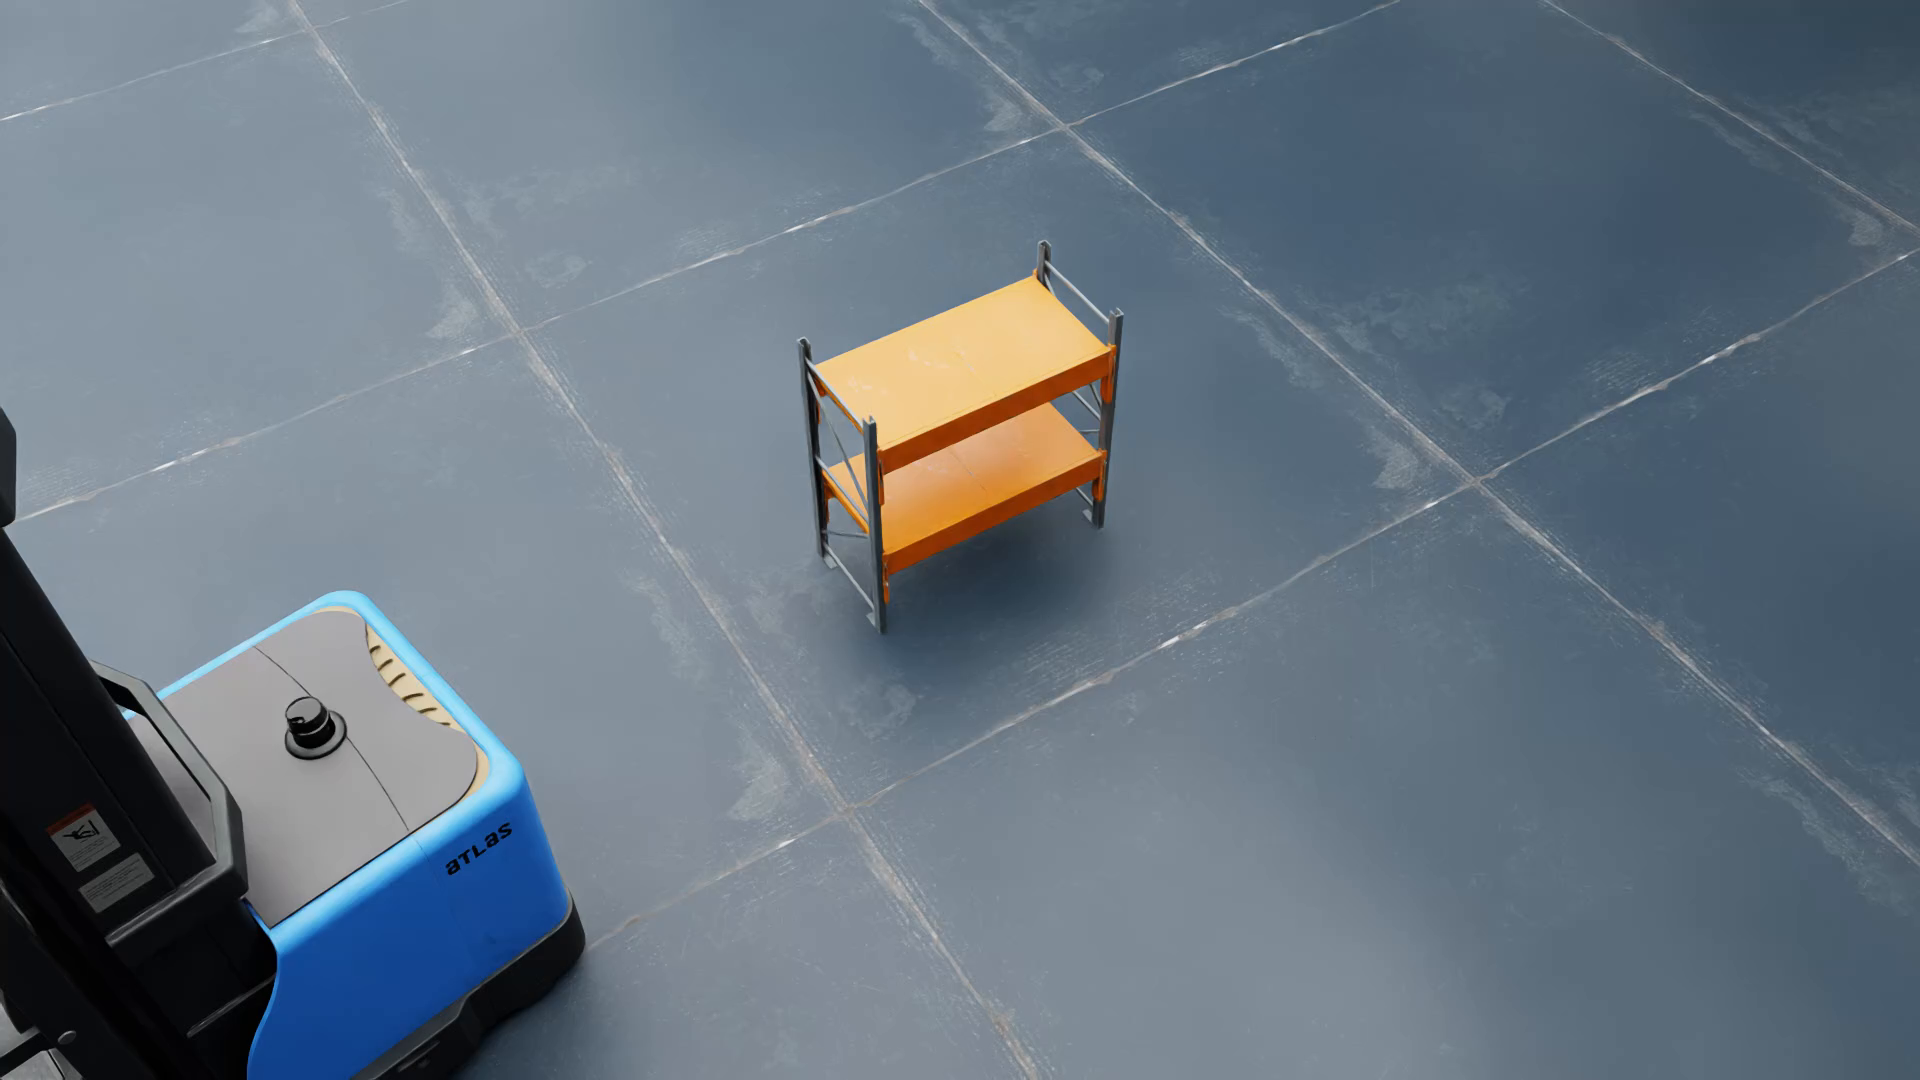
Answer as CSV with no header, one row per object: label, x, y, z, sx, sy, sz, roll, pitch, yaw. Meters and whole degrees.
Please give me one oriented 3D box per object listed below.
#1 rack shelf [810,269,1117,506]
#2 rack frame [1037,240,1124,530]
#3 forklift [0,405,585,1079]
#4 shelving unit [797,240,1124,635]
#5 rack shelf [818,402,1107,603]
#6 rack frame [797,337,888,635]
rack shelf,0.006,-0.571,6.059,1.000,0.278,0.538,-25,53,-21
rack frame,0.436,-0.579,6.458,0.032,1.125,0.500,-25,53,-21
forklift,-2.640,0.886,3.943,3.031,2.935,1.130,-35,57,-27
shelving unit,0.006,-0.377,6.278,1.048,1.125,0.538,-25,53,-21
rack shelf,0.006,-0.214,6.460,1.000,0.278,0.538,-25,53,-21
rack frame,-0.424,-0.174,6.097,0.032,1.125,0.500,-25,53,-21
